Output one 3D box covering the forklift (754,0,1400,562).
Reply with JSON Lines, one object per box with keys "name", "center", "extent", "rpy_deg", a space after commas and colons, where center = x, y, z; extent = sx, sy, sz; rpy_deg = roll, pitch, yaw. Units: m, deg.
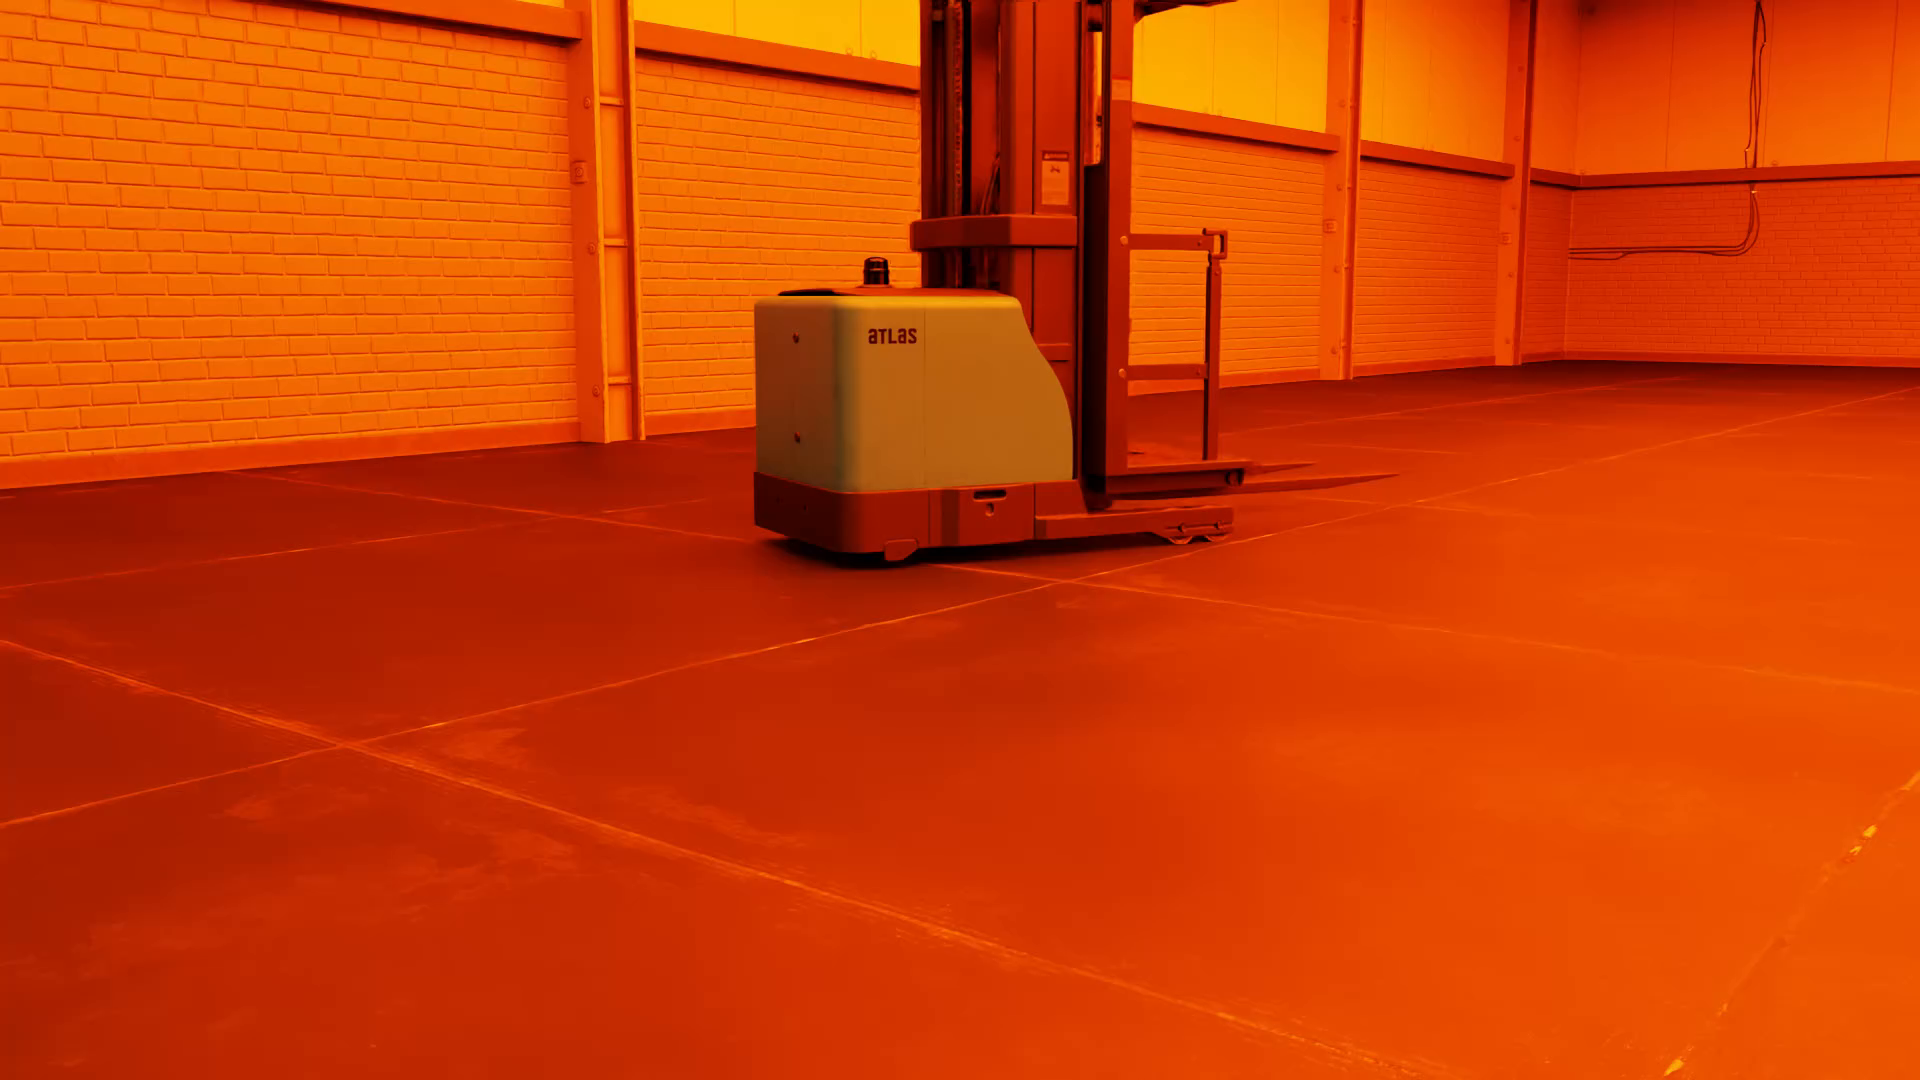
{"name": "forklift", "center": [0.637, -1.490, 7.468], "extent": [3.031, 2.935, 1.130], "rpy_deg": [-4, 9, -27]}
